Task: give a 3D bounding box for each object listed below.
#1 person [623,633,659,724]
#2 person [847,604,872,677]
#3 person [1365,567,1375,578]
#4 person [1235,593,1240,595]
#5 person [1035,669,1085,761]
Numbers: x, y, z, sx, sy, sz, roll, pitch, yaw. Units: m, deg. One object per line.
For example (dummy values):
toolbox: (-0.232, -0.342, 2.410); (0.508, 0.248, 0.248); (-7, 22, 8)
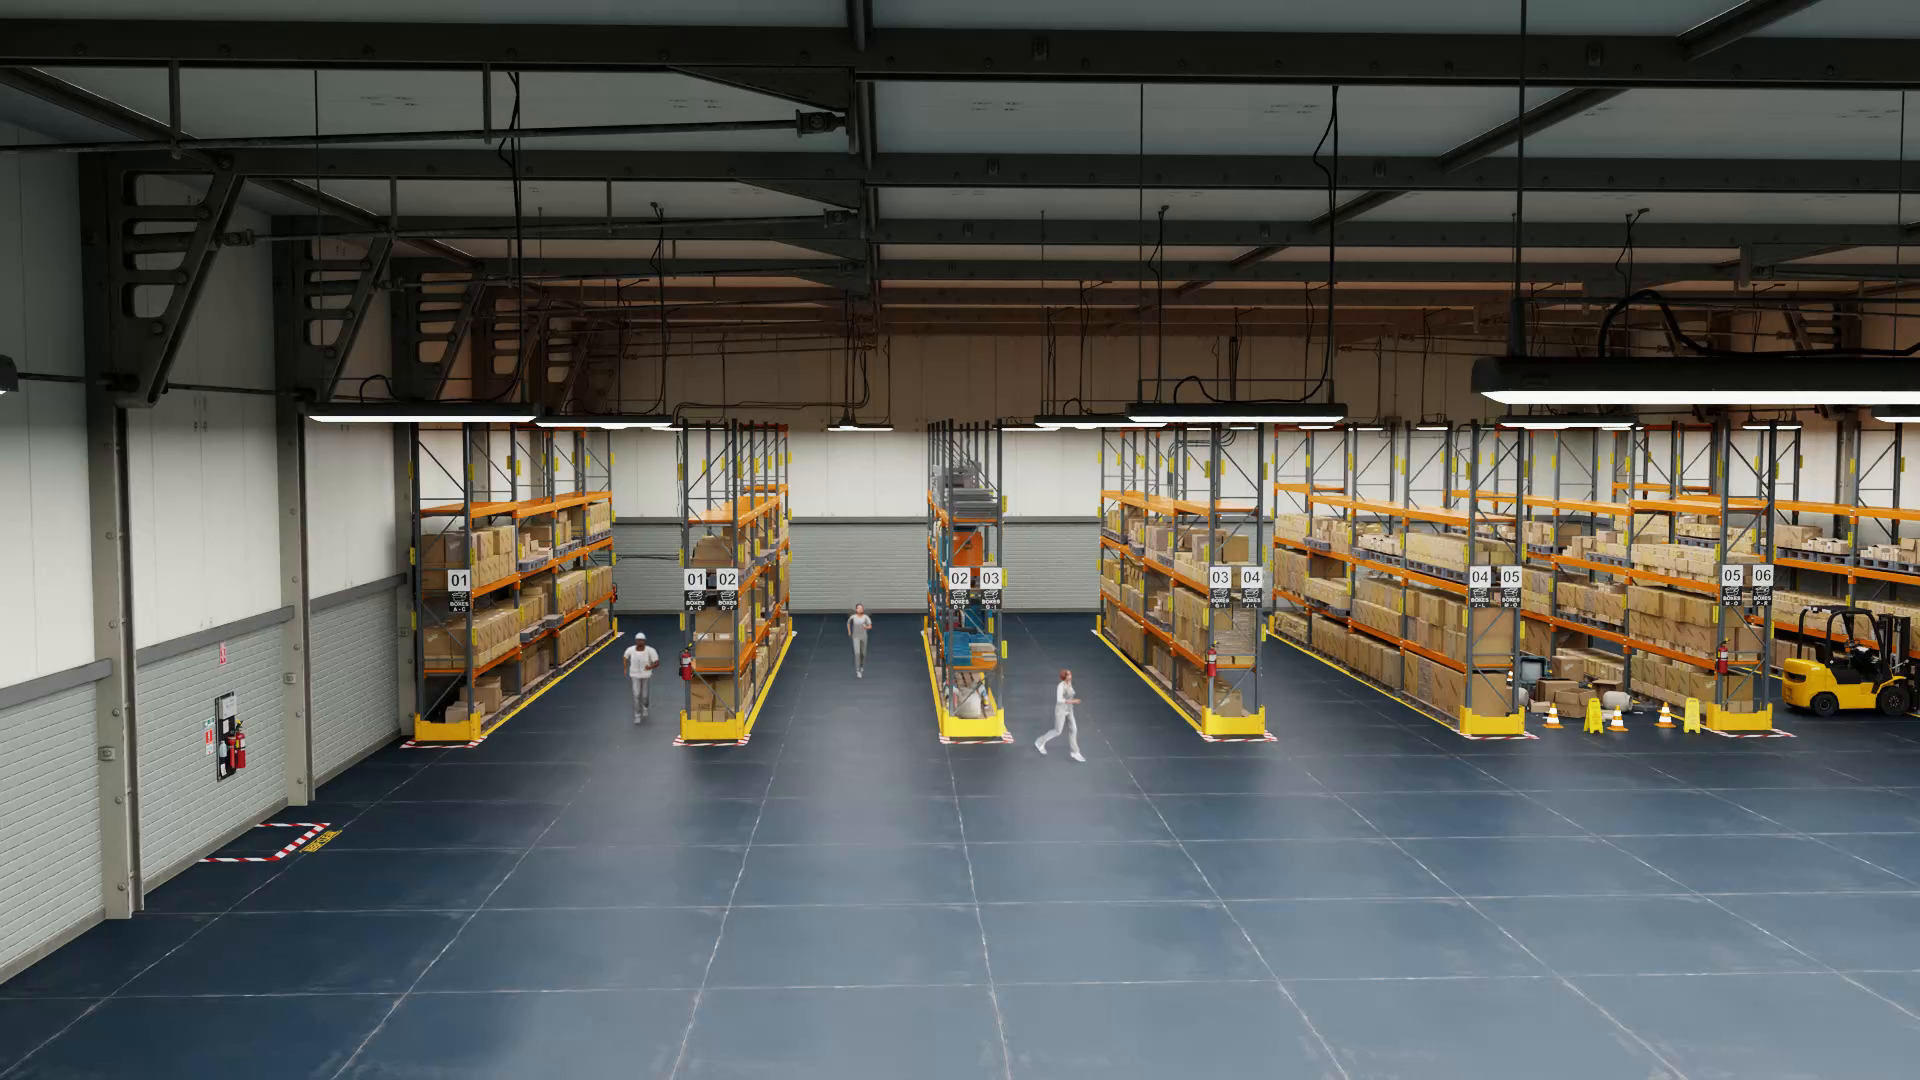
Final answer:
person: (-6.332, 2.712, 32.987); (0.718, 1.760, 0.900); (0, 4, -7)
person: (-2.336, 2.308, 38.729); (0.560, 1.659, 0.960); (-1, 4, -10)
person: (12.182, 1.697, 49.263); (0.837, 1.793, 0.687); (0, 4, -3)
person: (7.810, 1.794, 48.077); (0.696, 1.698, 0.753); (-2, 4, -33)
person: (1.775, 3.054, 29.212); (0.884, 1.611, 0.550); (2, 4, 29)
